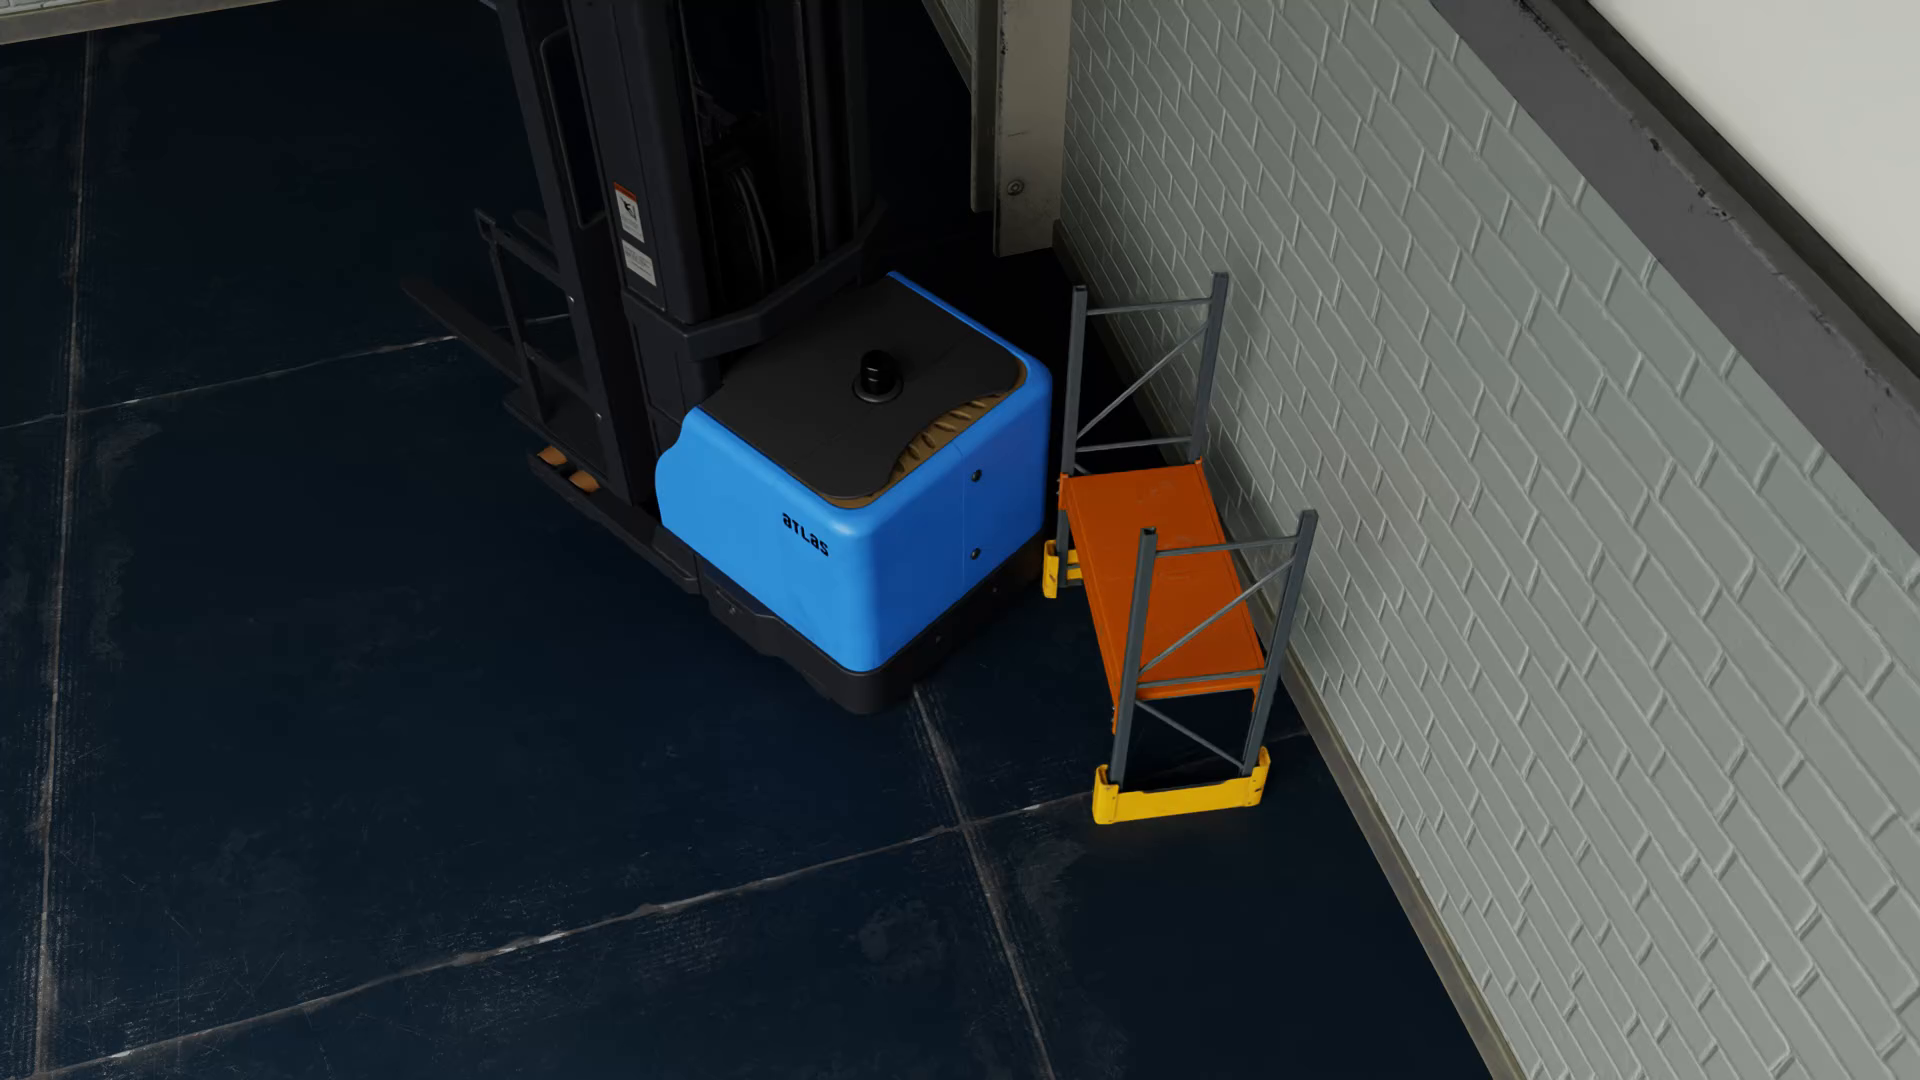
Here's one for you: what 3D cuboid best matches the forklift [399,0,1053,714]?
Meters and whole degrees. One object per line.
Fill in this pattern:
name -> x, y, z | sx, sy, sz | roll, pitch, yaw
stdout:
forklift -> -1.091, -1.323, 5.738 | 3.031, 2.935, 1.130 | 35, 58, 26

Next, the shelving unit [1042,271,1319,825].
shelving unit -> 0.680, 0.057, 5.511 | 0.587, 1.500, 1.083 | -6, 50, -5

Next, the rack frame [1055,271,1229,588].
rack frame -> 0.606, -0.335, 5.841 | 0.500, 1.500, 0.032 | -6, 50, -5

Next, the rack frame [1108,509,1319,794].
rack frame -> 0.750, 0.435, 5.192 | 0.500, 1.500, 0.032 | -6, 50, -5

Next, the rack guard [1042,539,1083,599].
rack guard -> 0.609, 0.083, 6.306 | 0.587, 0.250, 0.087 | -6, 50, -5

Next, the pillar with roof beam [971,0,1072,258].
pillar with roof beam -> -3.858, -3.402, 3.522 | 9.100, 9.000, 0.400 | -13, 51, -11

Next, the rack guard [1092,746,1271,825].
rack guard -> 0.750, 0.836, 5.671 | 0.587, 0.250, 0.087 | -6, 50, -5

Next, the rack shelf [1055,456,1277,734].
rack shelf -> 0.678, 0.166, 5.654 | 0.538, 0.185, 1.000 | -6, 50, -5
